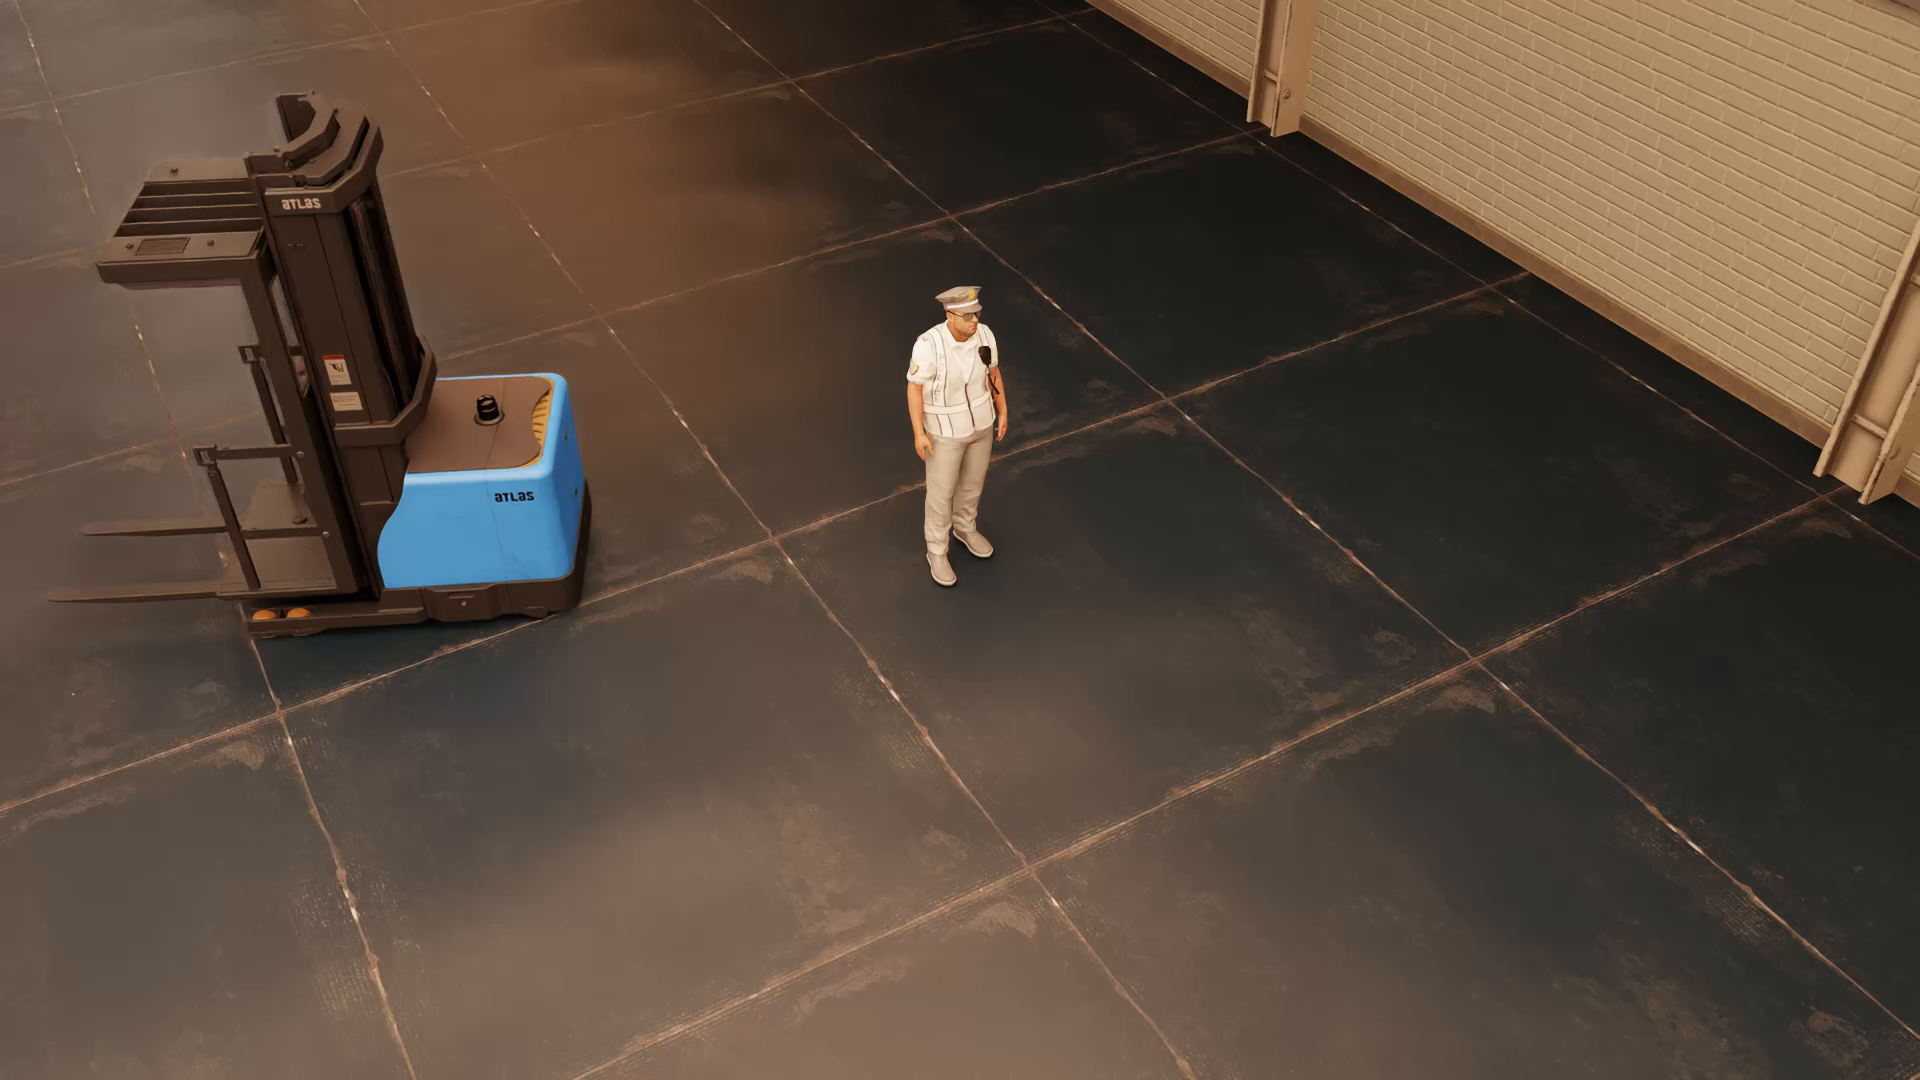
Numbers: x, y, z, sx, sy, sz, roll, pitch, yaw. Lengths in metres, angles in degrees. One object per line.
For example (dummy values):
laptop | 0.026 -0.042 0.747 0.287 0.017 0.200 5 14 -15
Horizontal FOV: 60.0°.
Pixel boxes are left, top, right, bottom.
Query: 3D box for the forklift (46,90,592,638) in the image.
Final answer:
forklift | -3.784 -0.912 9.135 3.031 2.935 1.130 -3 40 -4

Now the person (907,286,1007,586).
person | 0.028 -0.643 9.703 0.640 1.777 0.575 -20 44 -23
